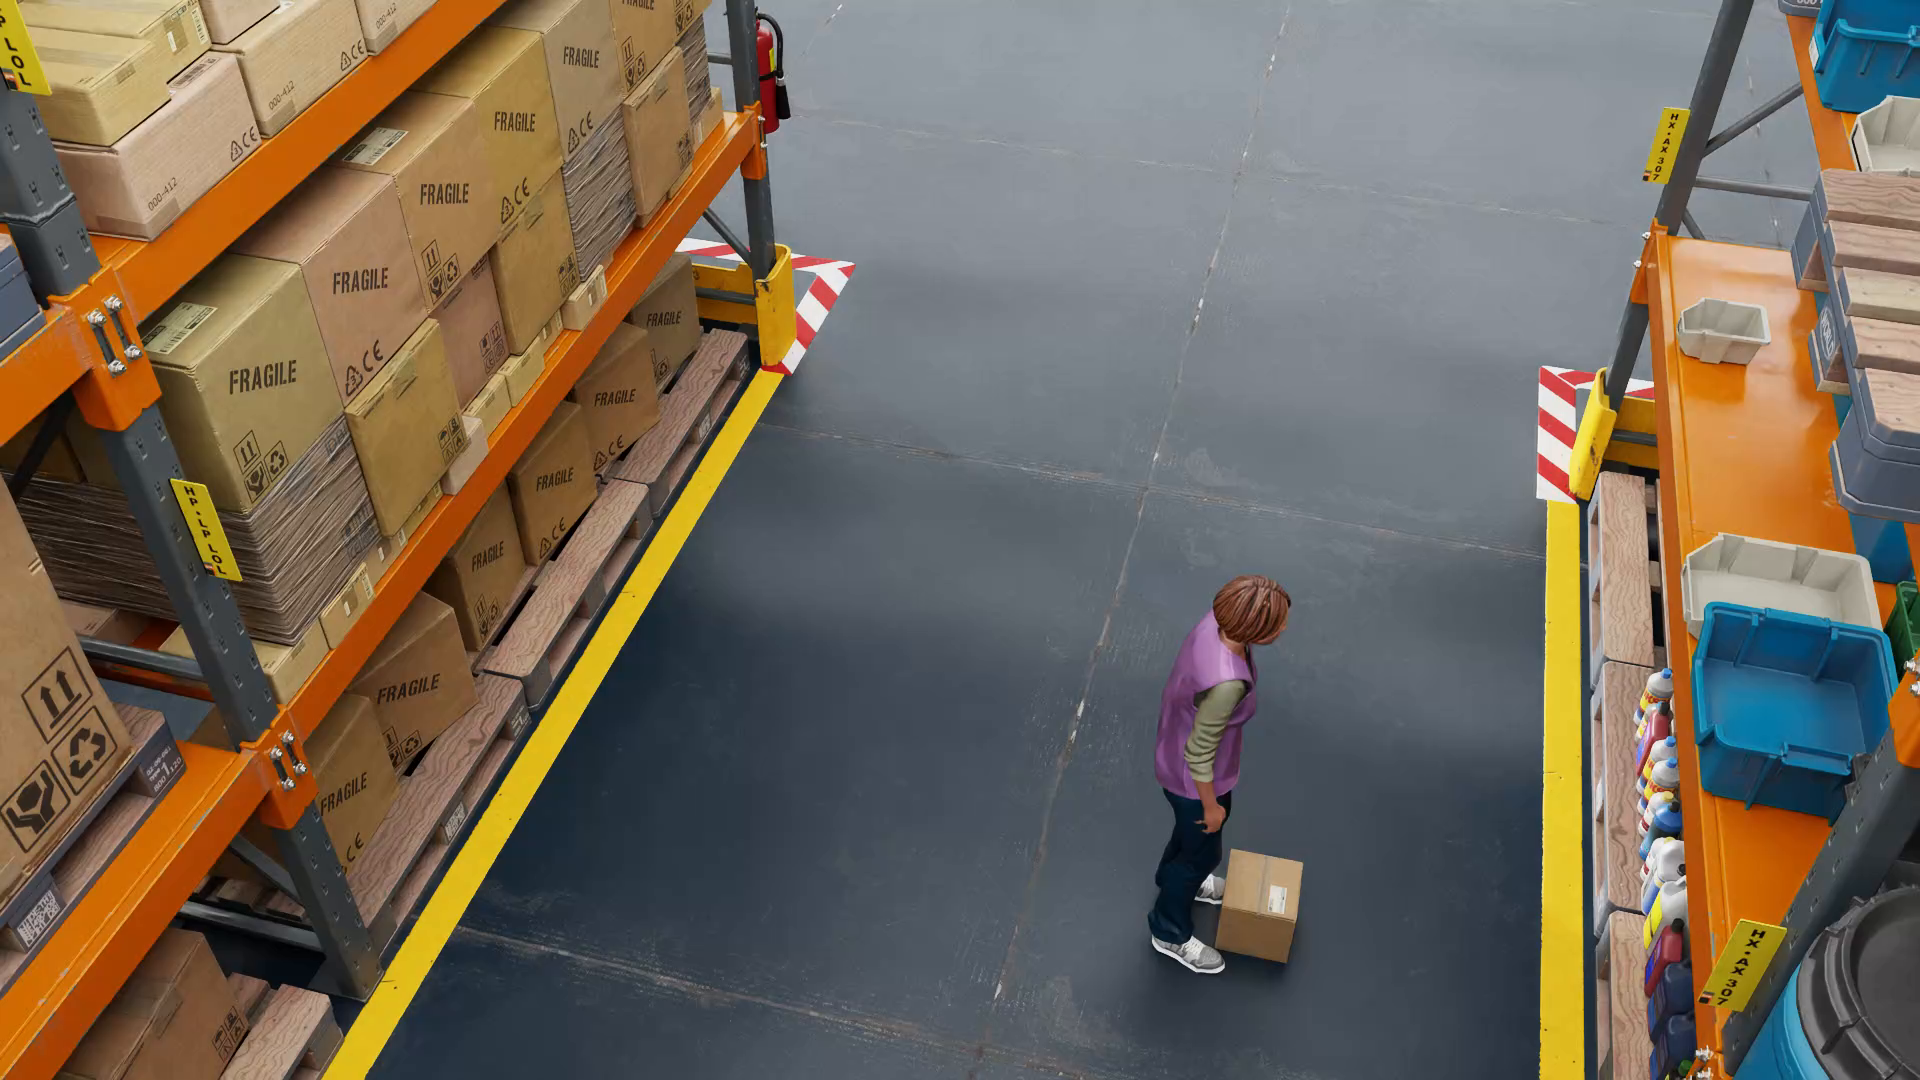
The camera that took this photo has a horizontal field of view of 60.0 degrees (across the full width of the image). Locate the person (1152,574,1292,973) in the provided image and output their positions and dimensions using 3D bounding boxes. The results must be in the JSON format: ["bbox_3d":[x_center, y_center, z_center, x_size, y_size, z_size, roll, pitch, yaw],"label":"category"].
[{"bbox_3d":[0.804,0.726,5.350,0.330,1.592,0.484,8,42,9],"label":"person"}]
